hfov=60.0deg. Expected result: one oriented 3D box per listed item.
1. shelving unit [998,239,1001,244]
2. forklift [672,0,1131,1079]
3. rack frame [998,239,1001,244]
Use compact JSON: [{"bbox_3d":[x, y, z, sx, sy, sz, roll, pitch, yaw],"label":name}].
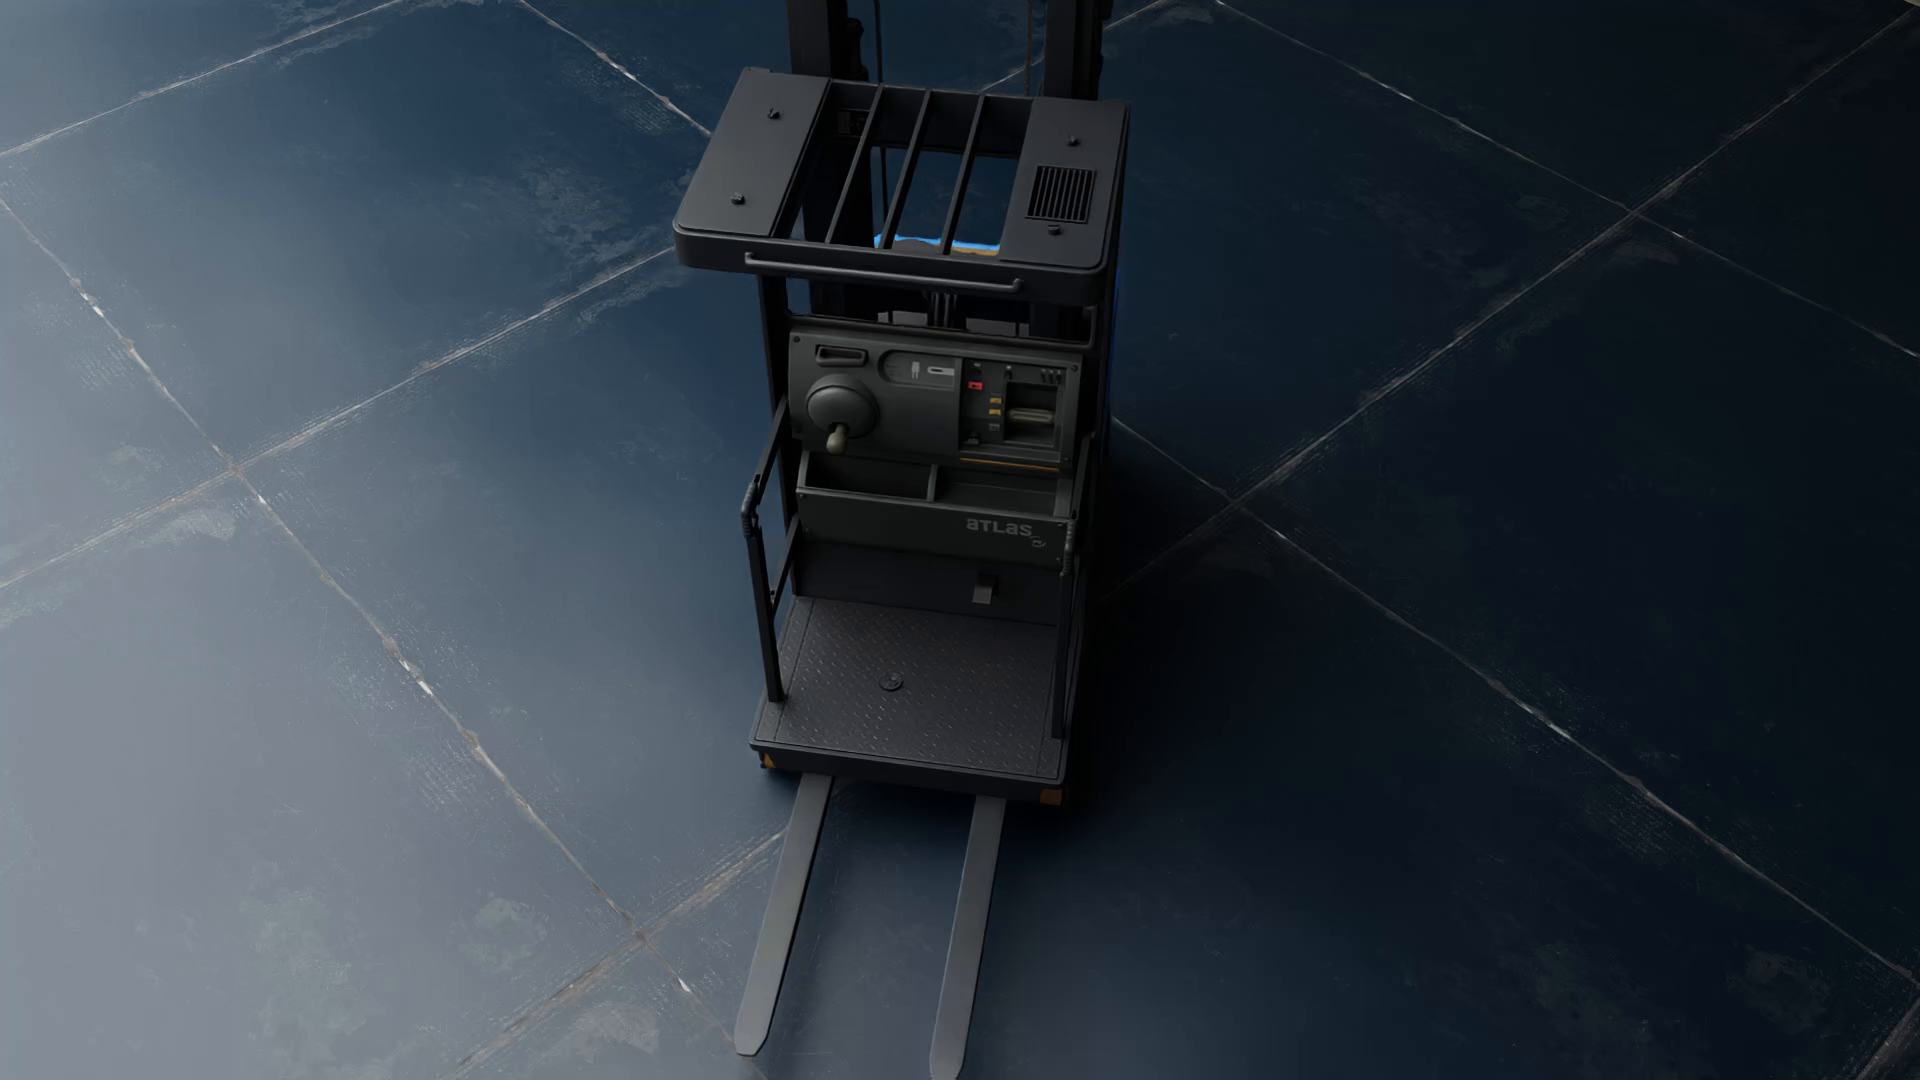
[{"bbox_3d":[0.038,-0.843,6.969,0.258,0.900,0.210,7,48,6],"label":"shelving unit"},{"bbox_3d":[-0.116,-0.340,5.123,1.130,2.935,3.031,7,48,6],"label":"forklift"},{"bbox_3d":[0.054,-0.917,7.037,0.240,0.900,0.006,7,48,6],"label":"rack frame"}]
